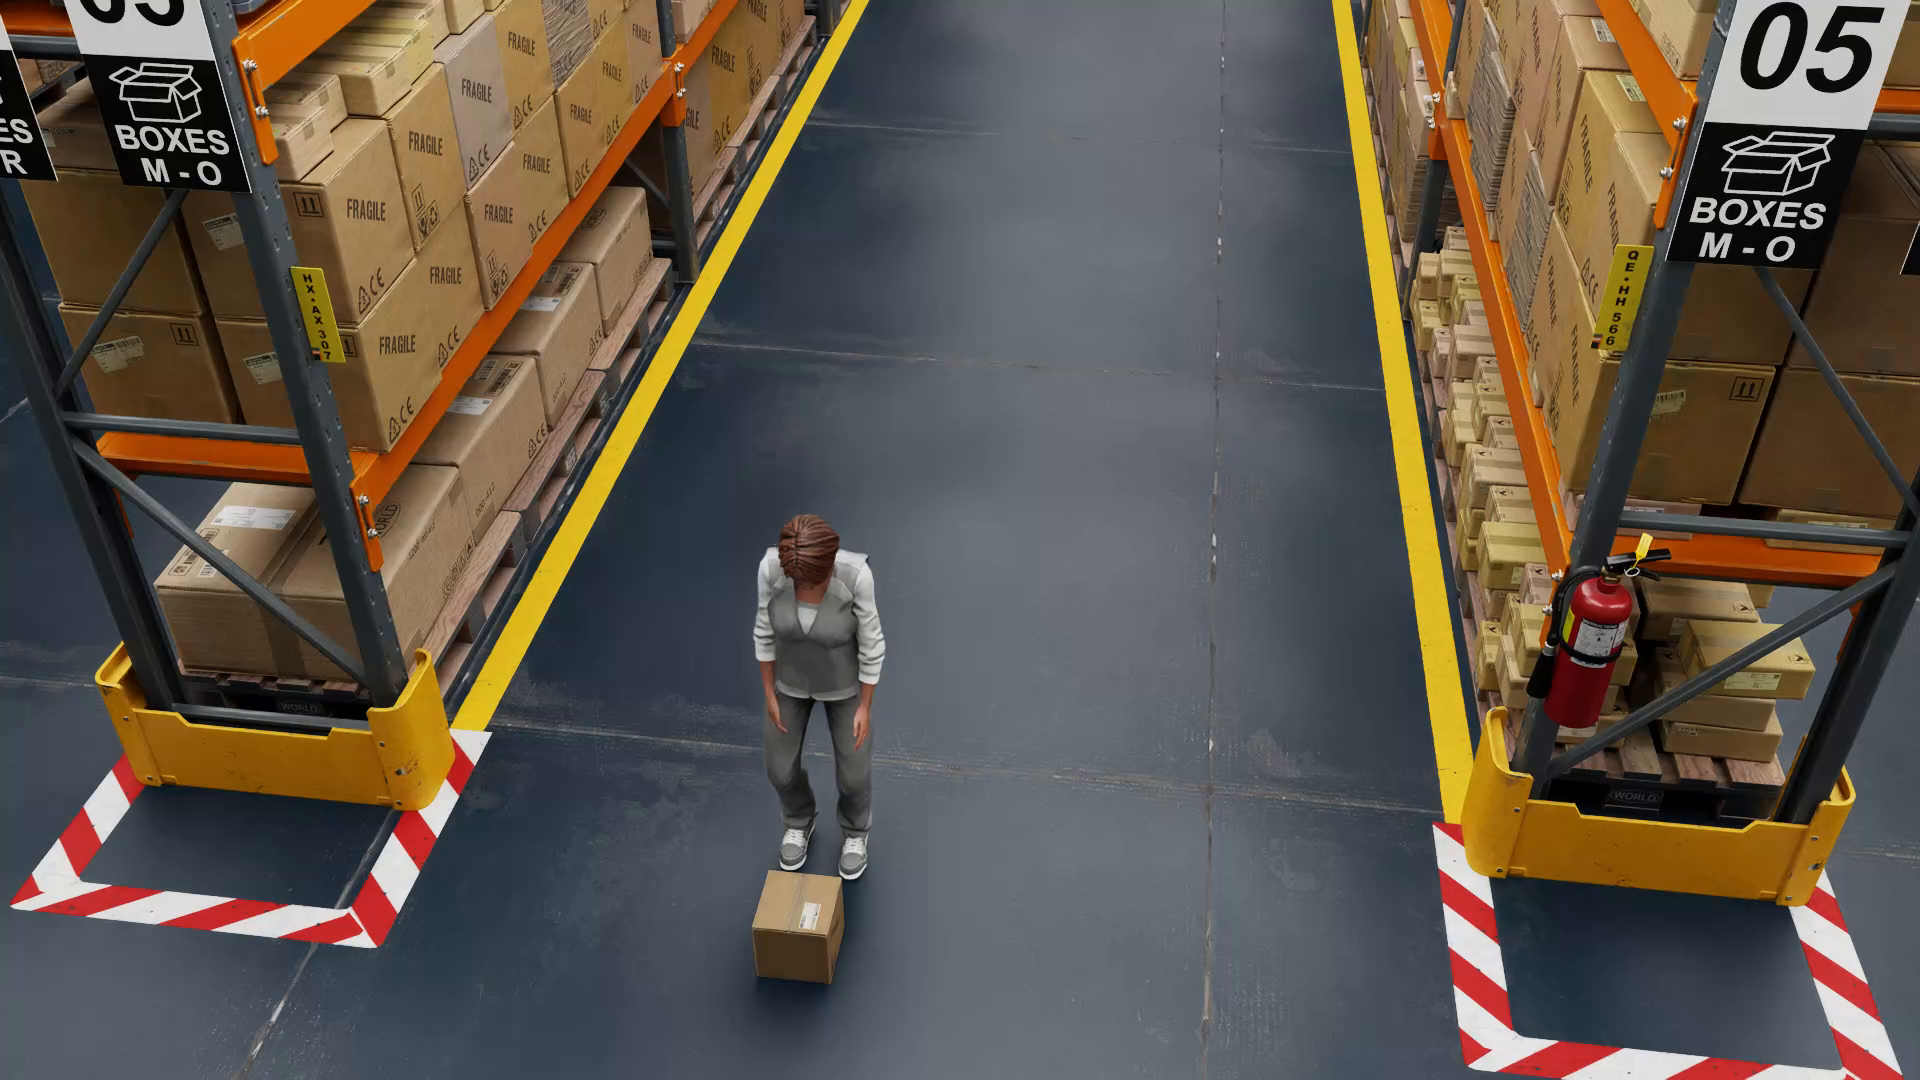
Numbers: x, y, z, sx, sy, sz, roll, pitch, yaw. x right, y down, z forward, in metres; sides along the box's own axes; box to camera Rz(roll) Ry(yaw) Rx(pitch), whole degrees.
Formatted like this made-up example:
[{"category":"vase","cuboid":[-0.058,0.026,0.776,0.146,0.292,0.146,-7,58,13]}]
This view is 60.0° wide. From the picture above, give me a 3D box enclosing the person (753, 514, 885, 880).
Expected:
[{"category":"person","cuboid":[-0.453,0.511,5.540,0.433,1.523,0.417,5,37,7]}]
